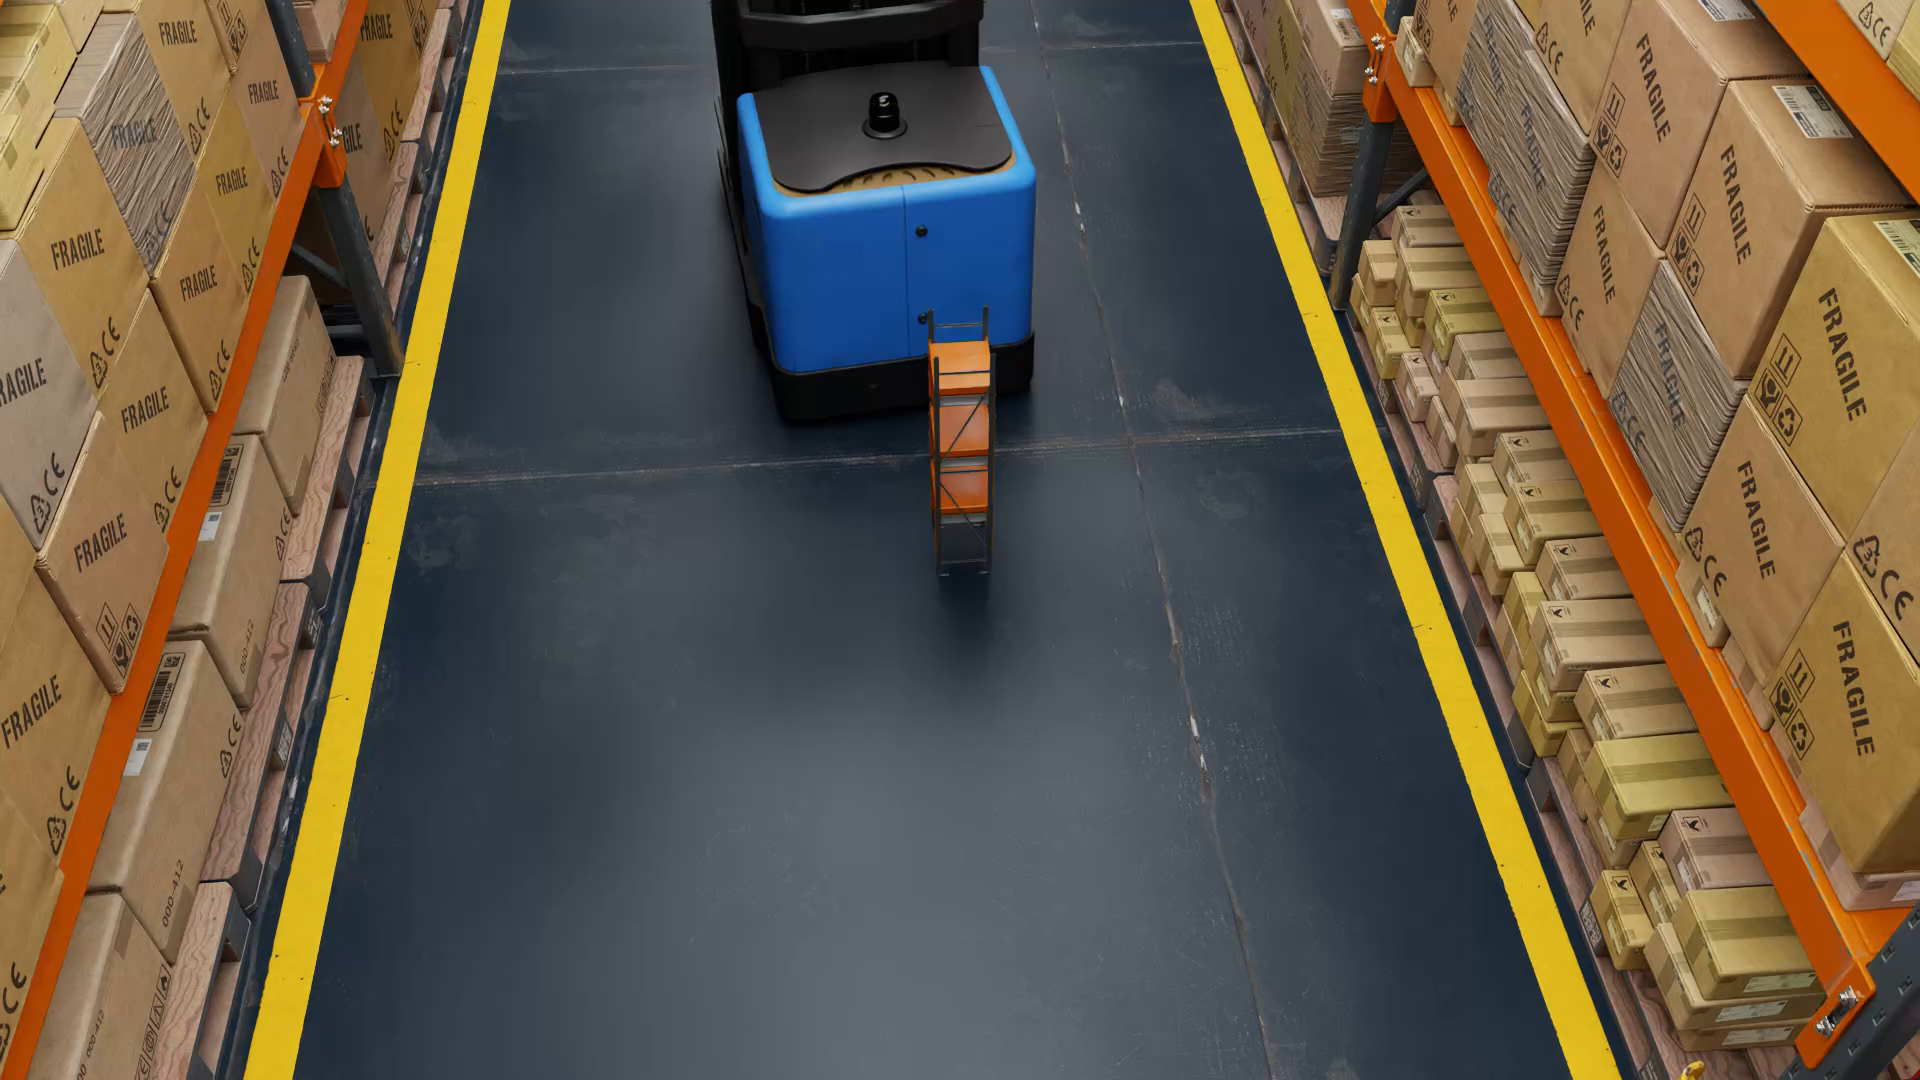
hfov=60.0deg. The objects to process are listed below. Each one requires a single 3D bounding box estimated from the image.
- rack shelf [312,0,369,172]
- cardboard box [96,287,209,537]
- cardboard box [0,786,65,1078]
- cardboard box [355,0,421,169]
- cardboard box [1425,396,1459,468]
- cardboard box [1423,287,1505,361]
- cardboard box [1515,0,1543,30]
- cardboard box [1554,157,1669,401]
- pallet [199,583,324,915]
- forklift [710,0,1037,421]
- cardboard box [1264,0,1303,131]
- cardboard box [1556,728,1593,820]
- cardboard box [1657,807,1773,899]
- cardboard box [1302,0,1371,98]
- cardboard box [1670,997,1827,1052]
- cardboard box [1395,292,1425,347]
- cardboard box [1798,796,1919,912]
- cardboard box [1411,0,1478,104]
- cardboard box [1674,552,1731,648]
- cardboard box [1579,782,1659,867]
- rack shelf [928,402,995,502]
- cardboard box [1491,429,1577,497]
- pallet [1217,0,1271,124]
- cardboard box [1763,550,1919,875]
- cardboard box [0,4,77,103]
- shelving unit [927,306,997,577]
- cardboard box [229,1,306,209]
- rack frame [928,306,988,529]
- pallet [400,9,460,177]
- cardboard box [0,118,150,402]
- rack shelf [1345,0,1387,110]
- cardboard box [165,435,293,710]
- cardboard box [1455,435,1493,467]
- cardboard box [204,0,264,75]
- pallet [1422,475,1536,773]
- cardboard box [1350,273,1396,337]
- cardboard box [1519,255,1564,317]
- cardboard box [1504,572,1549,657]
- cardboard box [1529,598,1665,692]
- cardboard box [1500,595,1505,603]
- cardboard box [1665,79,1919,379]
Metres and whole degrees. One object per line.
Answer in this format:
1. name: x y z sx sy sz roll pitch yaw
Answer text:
1. rack shelf: -2.984 -2.914 7.440 1.077 0.370 4.000 -3 47 -3
2. cardboard box: -2.390 -0.315 4.413 0.500 0.500 0.500 -2 47 -2
3. cardboard box: -2.236 0.780 3.376 0.500 0.500 0.500 -4 47 -4
4. cardboard box: -3.032 -2.225 7.466 0.875 0.875 0.875 -2 47 -2
5. cardboard box: 1.983 -0.420 6.256 0.380 0.149 0.250 -4 47 -4
6. cardboard box: 1.964 -0.813 6.218 0.380 0.149 0.250 -4 47 -4
7. cardboard box: 1.961 -1.854 4.977 0.500 0.500 0.500 -5 47 -4
8. cardboard box: 2.026 -0.741 4.612 0.500 0.500 0.500 -1 47 -1
9. pallet: -2.726 0.684 5.457 1.003 0.211 1.213 -3 47 -3
10. forklift: -0.515 -2.572 6.667 1.130 2.935 3.031 -9 47 -8
11. cardboard box: 1.752 -2.265 7.761 0.500 0.500 0.500 -4 47 -4
12. cardboard box: 2.098 0.719 5.177 0.380 0.149 0.250 -3 47 -3
13. cardboard box: 2.181 0.884 4.612 0.380 0.149 0.250 -3 47 -3
14. cardboard box: 1.793 -2.155 7.141 0.500 0.250 0.500 -5 47 -4
15. cardboard box: 2.190 1.273 4.653 0.380 0.149 0.250 -3 47 -3
16. cardboard box: 1.929 -0.896 6.502 0.380 0.149 0.250 -3 47 -3
17. cardboard box: 2.133 0.673 3.720 0.380 0.149 0.250 -3 47 -3
18. cardboard box: 1.898 -1.852 5.664 0.500 0.500 0.500 -4 47 -4
19. cardboard box: 2.069 0.127 4.237 0.380 0.149 0.250 -2 47 -2
20. cardboard box: 2.068 0.799 4.897 0.380 0.149 0.250 -5 47 -5
21. rack shelf: 0.004 -0.315 5.840 0.215 0.259 0.240 -3 47 -3
22. cardboard box: 2.053 -0.244 5.680 0.380 0.149 0.250 -5 47 -5
23. pallet: 1.935 -2.578 8.546 1.003 0.211 1.213 -3 47 -3
24. cardboard box: 2.148 0.359 3.570 0.500 0.500 0.500 -3 47 -2
25. cardboard box: -2.430 -1.184 4.101 0.380 0.149 0.250 -4 47 -4
26. shelving unit: 0.004 -0.322 5.832 0.215 1.050 0.252 -3 47 -3
27. cardboard box: -2.524 -1.429 5.469 0.500 0.500 0.500 -3 47 -3
28. rack frame: -0.006 -0.411 5.916 0.200 1.050 0.008 -3 47 -3
29. pallet: -3.062 -2.194 8.183 1.003 0.211 1.213 -3 47 -3
30. cardboard box: -2.382 -0.670 4.061 0.500 0.500 0.500 -3 47 -3
31. rack shelf: 1.940 -3.288 7.794 1.077 0.370 4.000 -3 47 -3
32. cardboard box: -2.796 0.130 5.536 0.875 0.438 0.875 -5 47 -4
33. cardboard box: 2.005 -0.326 5.962 0.380 0.149 0.250 -2 47 -1
34. cardboard box: -2.502 -1.768 5.101 0.500 0.500 0.500 -4 47 -4
35. pallet: 2.304 0.239 5.879 1.003 0.211 1.213 -3 47 -3
36. cardboard box: 1.818 -0.970 6.777 0.380 0.149 0.250 -5 47 -5
37. cardboard box: 1.963 -0.828 5.141 0.380 0.149 0.250 -2 47 -2
38. cardboard box: 2.009 0.238 5.428 0.380 0.149 0.250 -1 47 -1
39. cardboard box: 1.997 0.322 5.144 0.380 0.149 0.250 -2 47 -2
40. cardboard box: 2.065 0.152 5.715 0.380 0.149 0.250 -2 47 -2
41. cardboard box: 2.061 -0.733 3.916 0.500 0.500 0.500 -1 47 -1
